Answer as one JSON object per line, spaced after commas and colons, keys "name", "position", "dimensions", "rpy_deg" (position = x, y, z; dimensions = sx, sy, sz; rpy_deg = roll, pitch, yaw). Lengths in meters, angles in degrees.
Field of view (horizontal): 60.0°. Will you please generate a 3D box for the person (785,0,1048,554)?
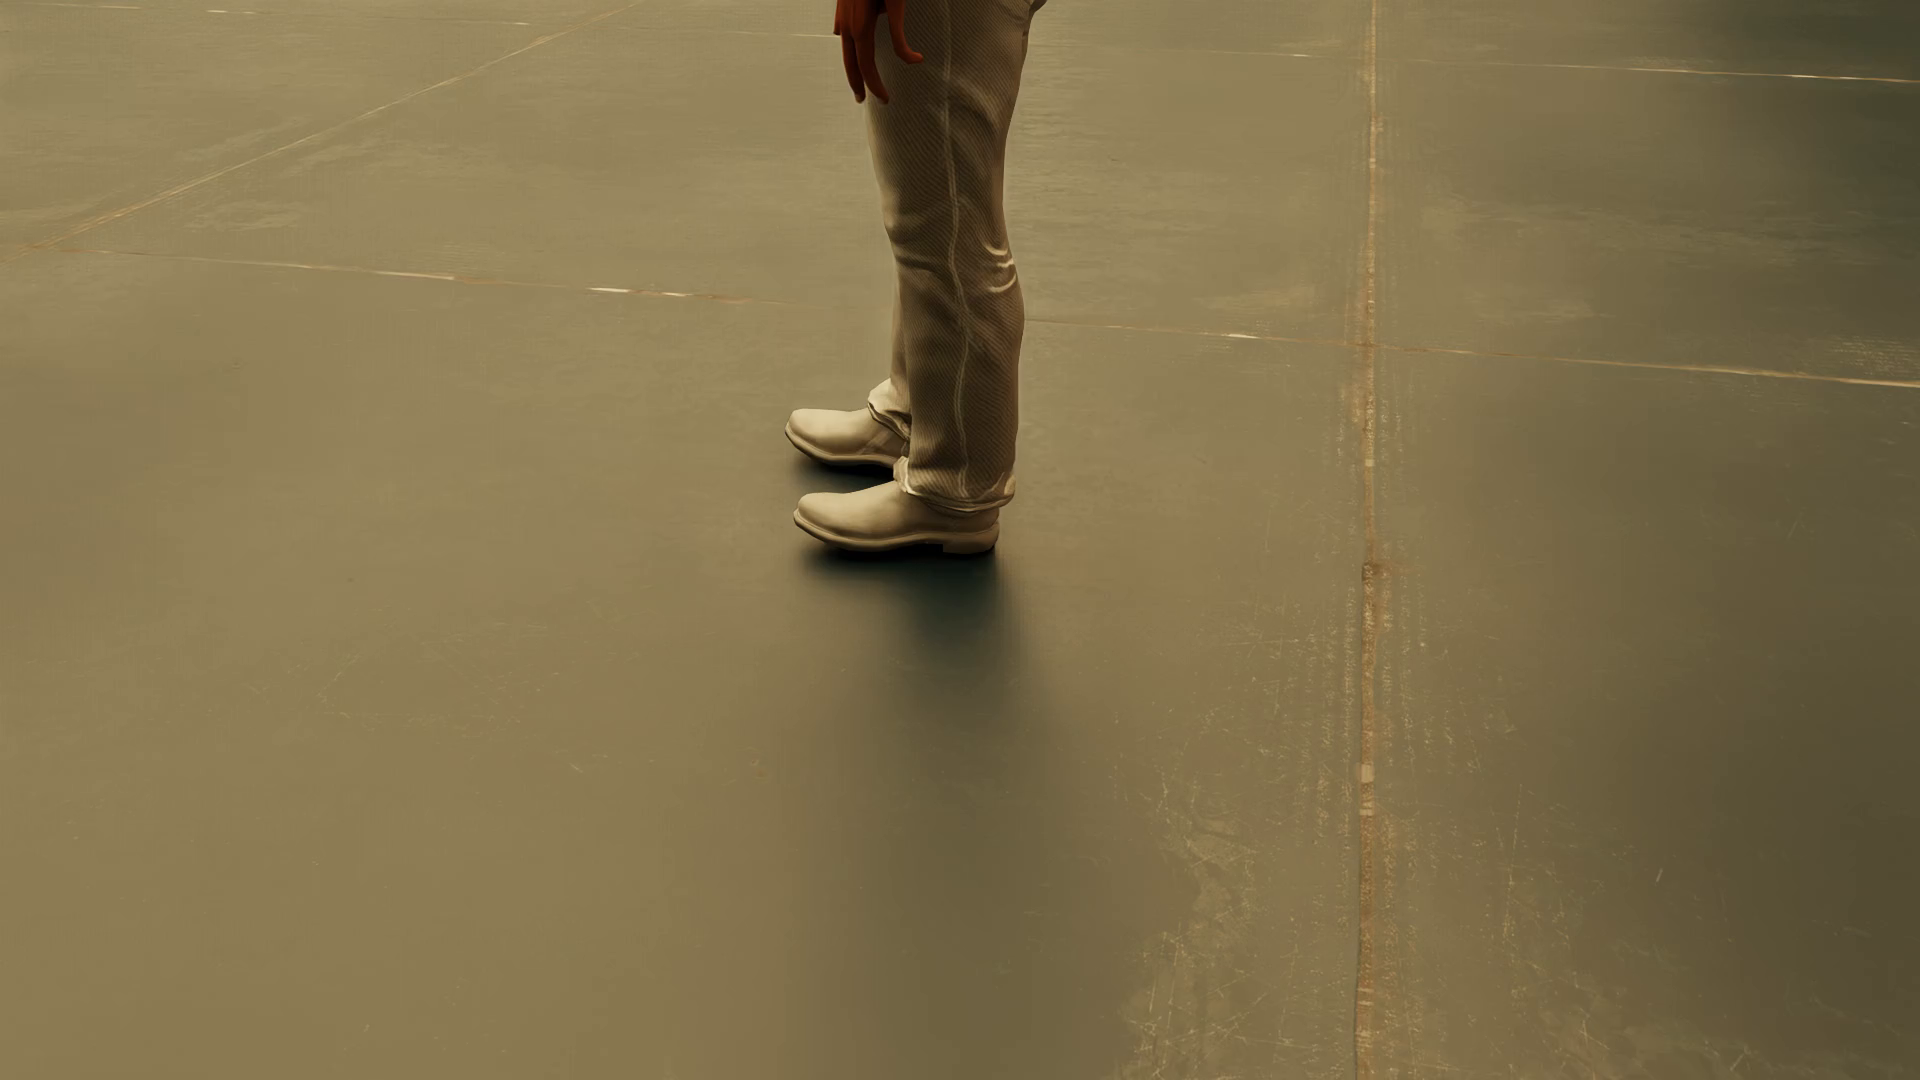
{"name": "person", "position": [-0.066, -0.805, 2.118], "dimensions": [0.577, 1.765, 0.665], "rpy_deg": [6, 27, 11]}
